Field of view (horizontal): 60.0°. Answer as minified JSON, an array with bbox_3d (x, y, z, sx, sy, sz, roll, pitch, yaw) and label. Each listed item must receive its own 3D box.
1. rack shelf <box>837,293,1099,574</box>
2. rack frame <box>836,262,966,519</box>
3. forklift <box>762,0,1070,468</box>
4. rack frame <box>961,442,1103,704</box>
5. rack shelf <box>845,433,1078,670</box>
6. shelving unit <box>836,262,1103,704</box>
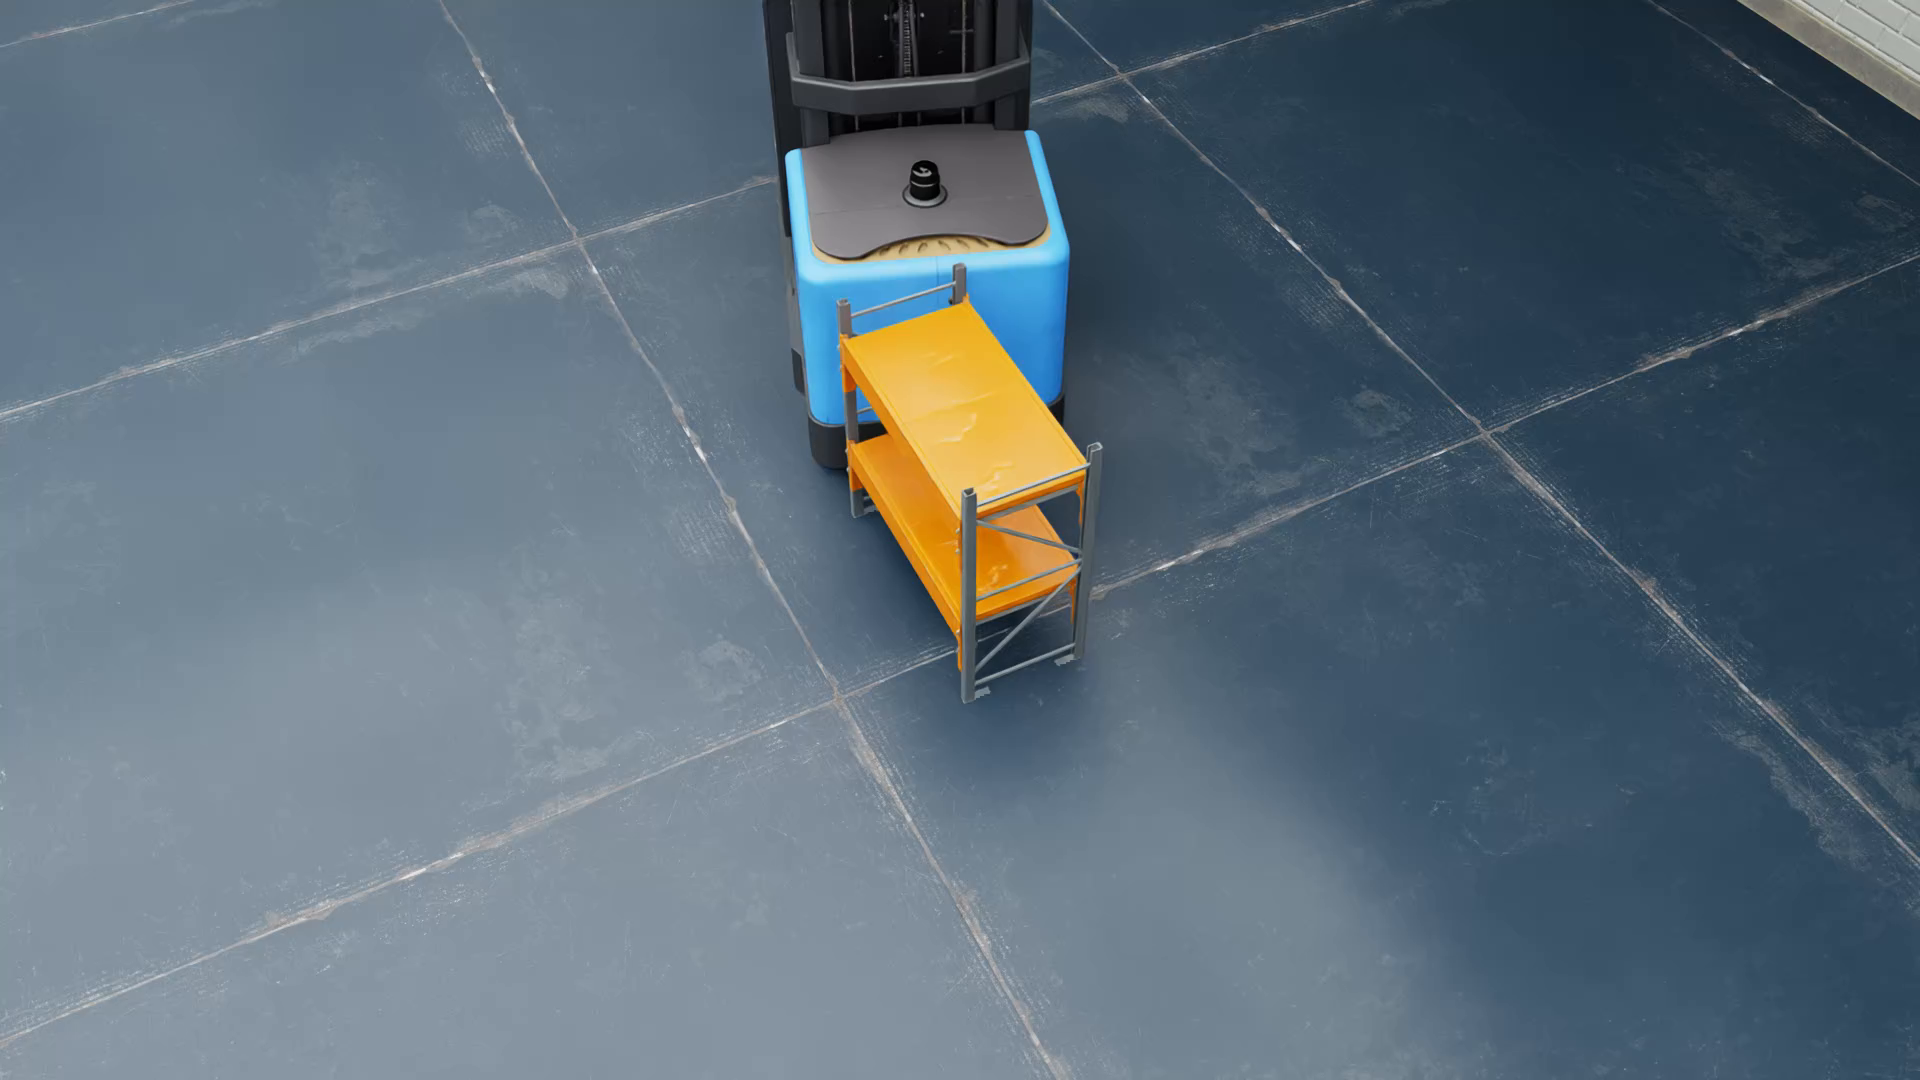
[{"bbox_3d":[0.014,-0.396,5.853,0.538,0.278,1.000,-20,52,-17],"label":"rack shelf"},{"bbox_3d":[-0.208,-0.548,6.374,0.500,1.125,0.032,-20,52,-17],"label":"rack frame"},{"bbox_3d":[-0.283,-2.383,6.780,1.130,2.935,3.031,-6,49,-5],"label":"forklift"},{"bbox_3d":[0.235,0.141,5.772,0.500,1.125,0.032,-20,52,-17],"label":"rack frame"},{"bbox_3d":[0.014,-0.042,6.257,0.538,0.278,1.000,-20,52,-17],"label":"rack shelf"},{"bbox_3d":[0.014,-0.203,6.073,0.538,1.125,1.048,-20,52,-17],"label":"shelving unit"}]
